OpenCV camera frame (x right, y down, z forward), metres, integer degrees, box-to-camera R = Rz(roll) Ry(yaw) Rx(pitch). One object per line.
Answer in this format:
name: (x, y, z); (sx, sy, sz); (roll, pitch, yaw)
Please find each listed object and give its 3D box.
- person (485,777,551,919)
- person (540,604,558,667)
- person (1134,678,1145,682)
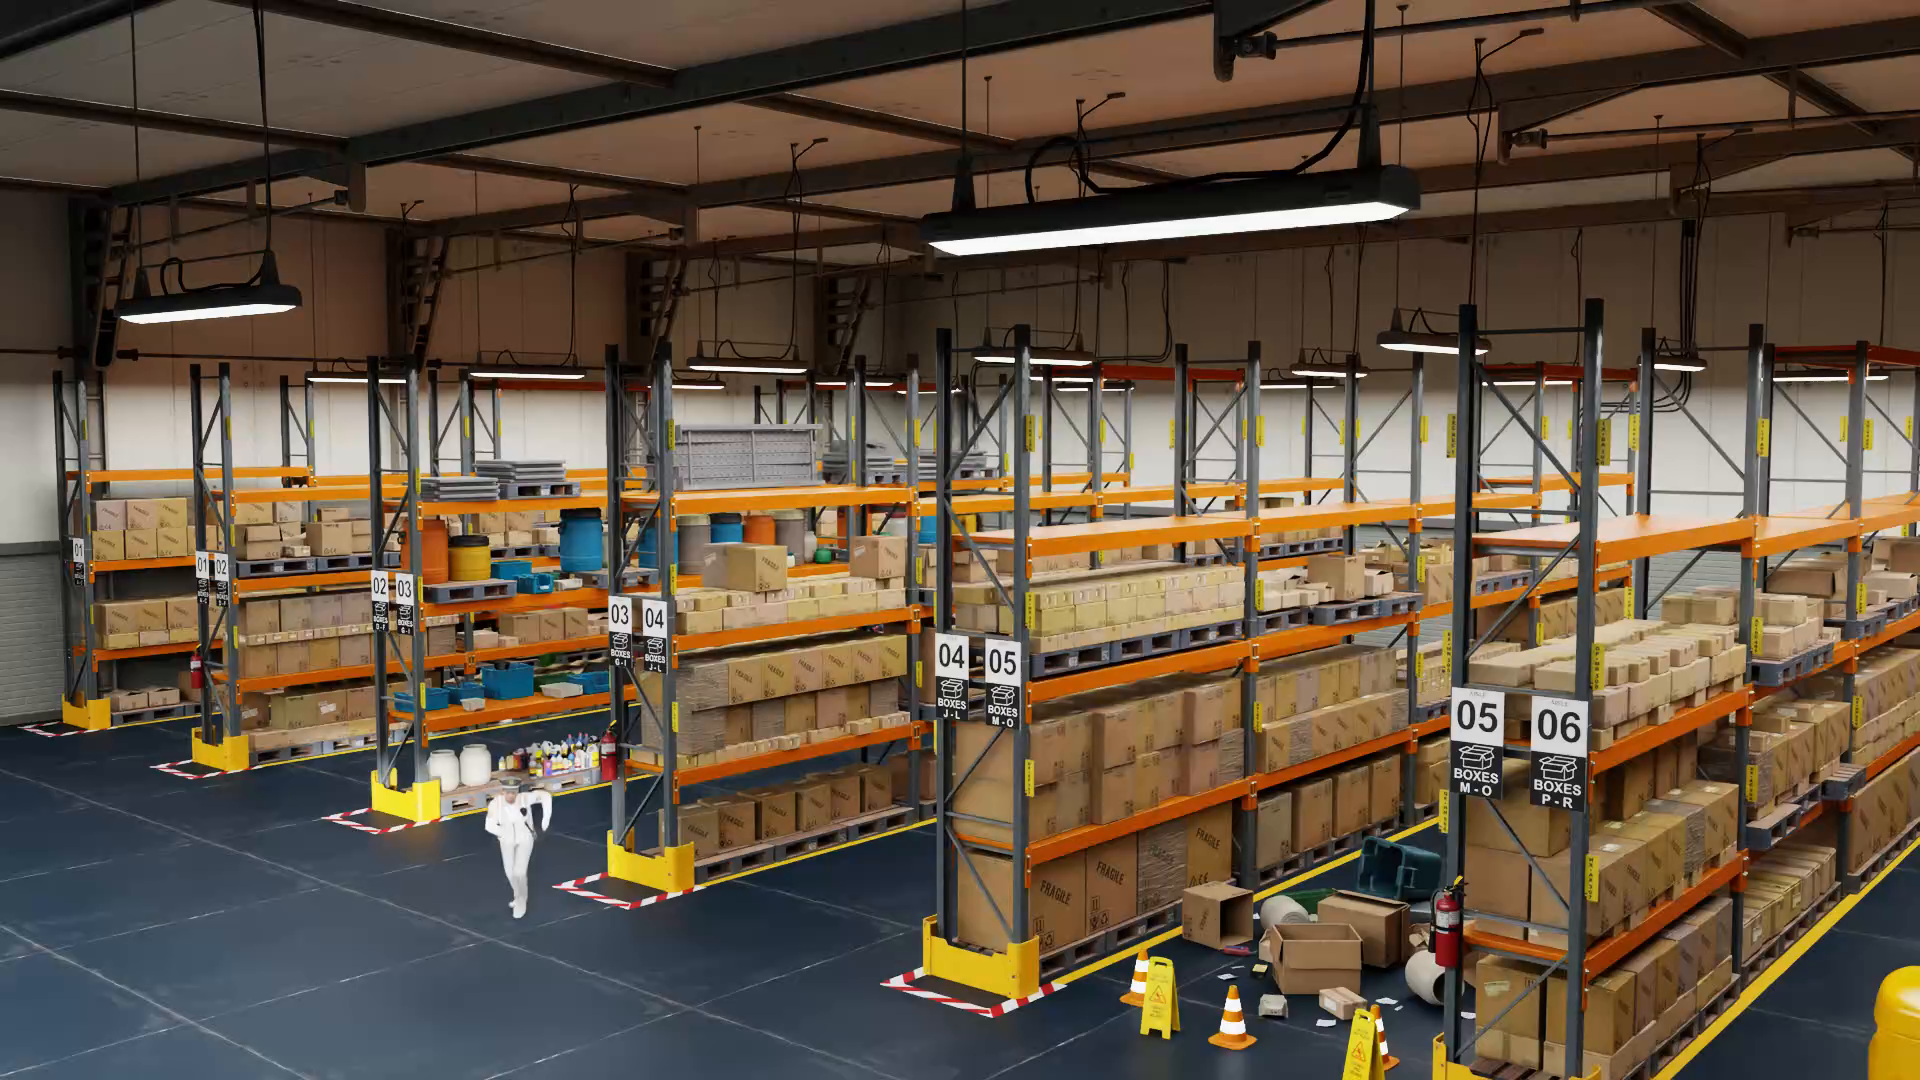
person: (-4.559, 3.159, 17.216); (0.641, 1.540, 0.904); (0, 4, -6)
person: (-7.728, 2.032, 31.298); (0.659, 1.745, 0.590); (4, 5, 41)
person: (2.615, 2.626, 23.246); (0.680, 1.758, 0.991); (4, 6, 43)
